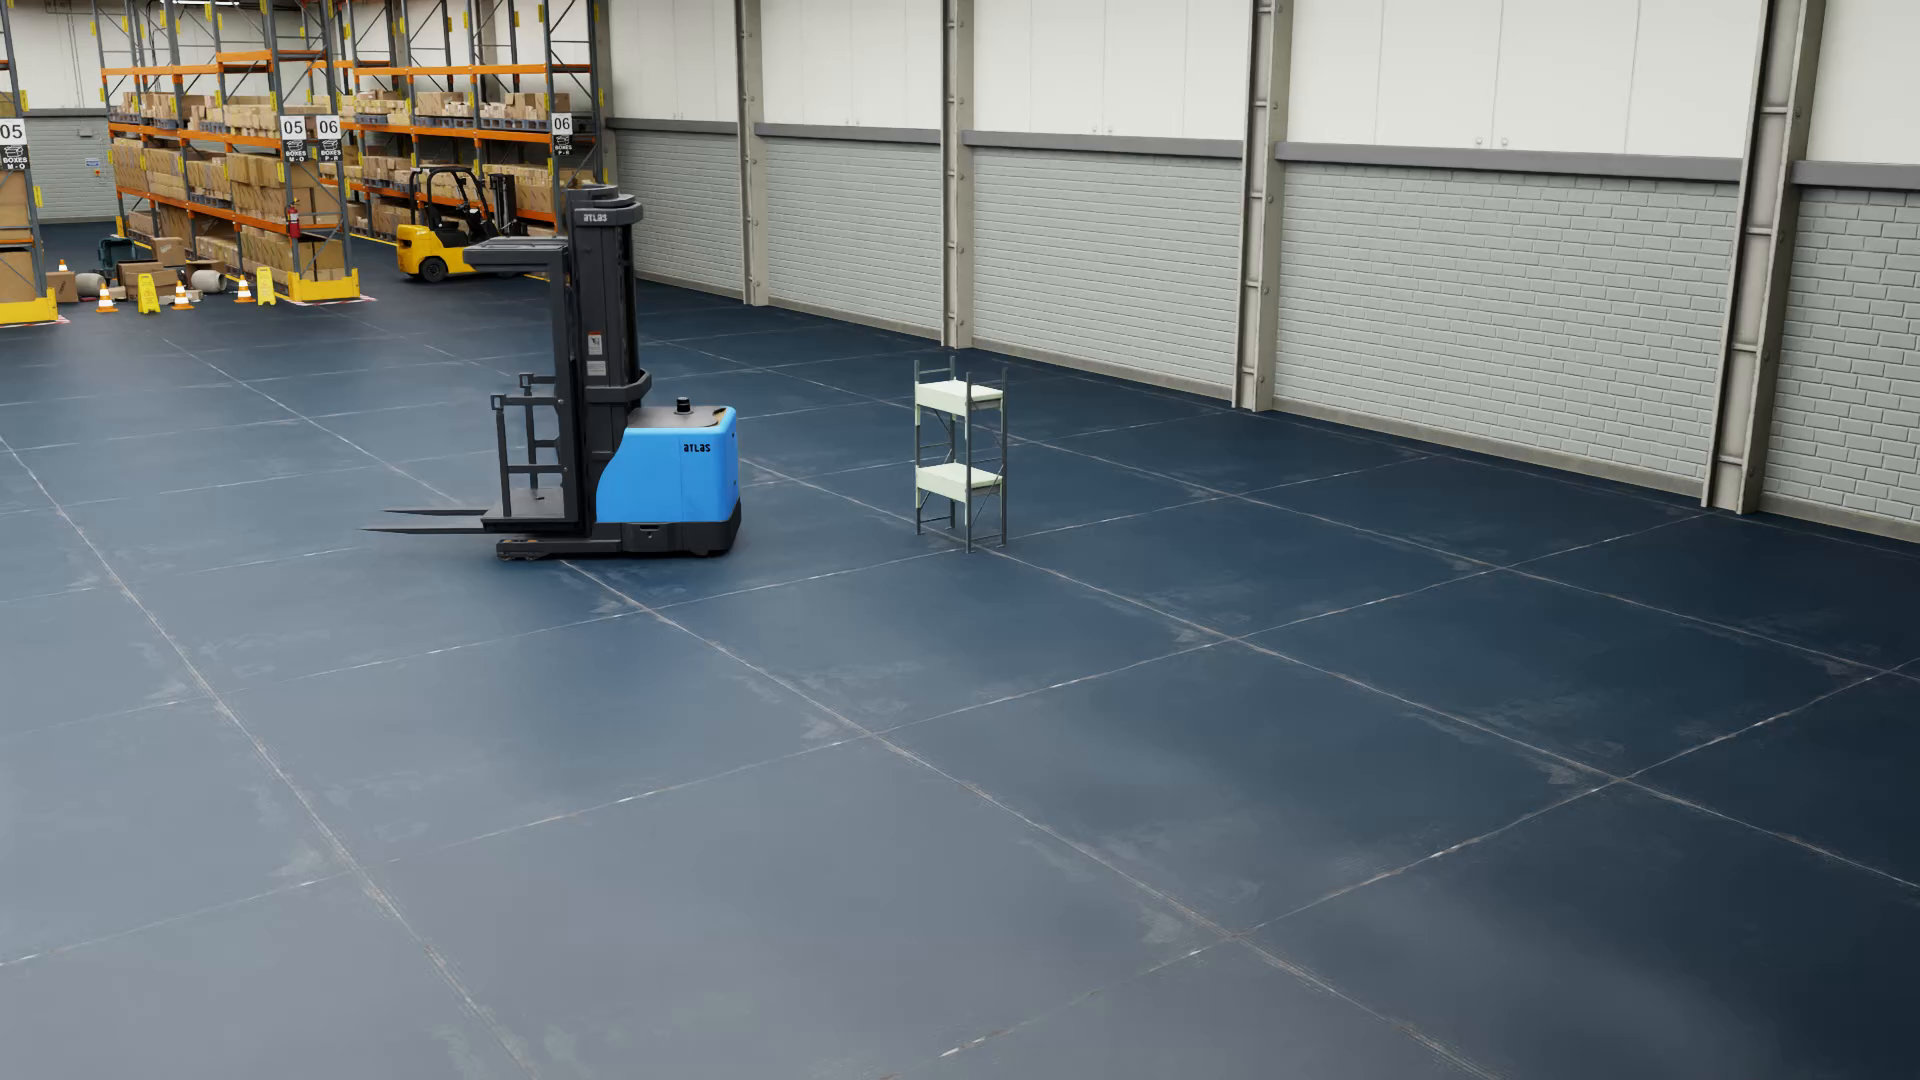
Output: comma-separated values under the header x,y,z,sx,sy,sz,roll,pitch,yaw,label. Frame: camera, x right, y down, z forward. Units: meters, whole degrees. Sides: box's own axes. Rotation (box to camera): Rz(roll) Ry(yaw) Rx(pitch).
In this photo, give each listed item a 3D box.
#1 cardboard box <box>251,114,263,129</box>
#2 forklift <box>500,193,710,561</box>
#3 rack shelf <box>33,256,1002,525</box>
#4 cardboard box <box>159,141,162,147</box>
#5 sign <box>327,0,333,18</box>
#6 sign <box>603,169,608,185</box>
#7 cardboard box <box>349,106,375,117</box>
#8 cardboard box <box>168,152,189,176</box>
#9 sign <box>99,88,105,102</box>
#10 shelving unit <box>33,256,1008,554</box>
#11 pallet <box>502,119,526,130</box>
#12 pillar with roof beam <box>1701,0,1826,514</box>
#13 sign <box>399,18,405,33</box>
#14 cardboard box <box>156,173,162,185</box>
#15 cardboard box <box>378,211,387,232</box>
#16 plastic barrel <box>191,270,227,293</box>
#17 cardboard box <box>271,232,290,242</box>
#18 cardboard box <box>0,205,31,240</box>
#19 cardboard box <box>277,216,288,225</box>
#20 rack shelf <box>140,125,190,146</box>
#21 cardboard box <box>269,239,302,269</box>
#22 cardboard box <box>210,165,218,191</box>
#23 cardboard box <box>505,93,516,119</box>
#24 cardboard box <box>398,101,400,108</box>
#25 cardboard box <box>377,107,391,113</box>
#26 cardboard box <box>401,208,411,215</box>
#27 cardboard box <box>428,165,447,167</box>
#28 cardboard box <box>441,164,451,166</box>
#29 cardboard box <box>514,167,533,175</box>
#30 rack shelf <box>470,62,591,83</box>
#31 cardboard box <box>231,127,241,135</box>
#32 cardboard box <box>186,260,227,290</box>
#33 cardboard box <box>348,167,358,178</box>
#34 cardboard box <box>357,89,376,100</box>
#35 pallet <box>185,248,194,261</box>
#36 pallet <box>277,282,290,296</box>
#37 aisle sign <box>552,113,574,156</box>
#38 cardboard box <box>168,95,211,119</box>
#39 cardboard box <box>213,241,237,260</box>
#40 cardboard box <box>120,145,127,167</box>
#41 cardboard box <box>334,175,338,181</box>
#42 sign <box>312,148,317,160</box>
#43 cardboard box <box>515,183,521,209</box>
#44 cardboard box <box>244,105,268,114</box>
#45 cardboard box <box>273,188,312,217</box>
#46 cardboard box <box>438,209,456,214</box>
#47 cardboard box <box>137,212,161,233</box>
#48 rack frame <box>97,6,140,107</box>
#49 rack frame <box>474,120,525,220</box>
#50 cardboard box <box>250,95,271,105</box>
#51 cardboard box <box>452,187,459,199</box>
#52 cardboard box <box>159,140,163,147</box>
x,y,z,sx,sy,sz,roll,pitch,yaw,label
-12.551,-7.608,30.231,0.500,0.250,0.500,-10,18,-33,cardboard box
-13.705,-8.365,27.572,22.583,9.011,32.329,0,15,-2,forklift
-8.634,-3.436,25.475,6.000,0.609,30.141,-11,19,-35,rack shelf
-18.990,-9.301,39.064,0.380,0.149,0.250,-10,18,-33,cardboard box
-10.989,-9.272,28.987,0.100,0.325,0.005,-11,19,-35,sign
-6.963,-7.117,32.608,0.100,0.325,0.005,-11,19,-35,sign
-14.957,-10.721,41.604,0.500,0.250,0.500,-11,19,-34,cardboard box
-16.956,-8.222,36.352,0.500,0.500,0.500,-10,18,-34,cardboard box
-21.288,-11.044,41.256,0.100,0.325,0.005,-11,19,-35,sign
-8.629,-3.863,25.351,6.000,1.500,30.159,-11,19,-35,shelving unit
-8.532,-8.397,33.558,1.003,0.211,1.213,-11,19,-35,pallet
3.533,-3.966,11.520,9.100,9.000,0.400,-11,19,-35,pillar with roof beam
-12.552,-11.581,37.424,0.100,0.325,0.005,-11,19,-35,sign
-17.849,-8.180,37.618,0.500,0.250,0.500,-11,19,-34,cardboard box
-14.047,-7.886,41.145,0.500,0.500,0.500,-11,19,-35,cardboard box
-13.867,-4.769,30.698,0.512,0.421,0.421,1,15,4,plastic barrel
-12.380,-5.555,30.454,0.380,0.149,0.250,-10,18,-33,cardboard box
-15.627,-5.160,26.963,0.875,0.550,0.550,-11,19,-35,cardboard box
-12.060,-5.768,29.944,0.380,0.149,0.250,-11,19,-35,cardboard box
-17.308,-9.041,37.106,1.077,0.370,4.000,-11,19,-35,rack shelf
-12.420,-5.285,30.696,0.500,0.500,0.500,-10,18,-33,cardboard box
-14.828,-7.334,33.640,0.500,0.500,0.500,-10,18,-33,cardboard box
-8.707,-8.746,33.486,0.797,0.503,0.637,-10,18,-33,cardboard box
-12.942,-10.205,38.963,0.380,0.149,0.250,-11,19,-35,cardboard box
-13.692,-10.266,39.710,0.380,0.149,0.250,-10,18,-33,cardboard box
-13.185,-7.894,39.947,0.380,0.149,0.250,-11,19,-35,cardboard box
-11.840,-8.425,37.757,0.380,0.149,0.250,-10,18,-33,cardboard box
-11.764,-8.608,38.427,0.380,0.149,0.250,-10,18,-33,cardboard box
-8.837,-7.508,33.844,0.380,0.149,0.250,-11,19,-34,cardboard box
-8.591,-9.357,33.339,1.077,0.370,4.000,-11,19,-35,rack shelf
-13.688,-7.816,31.743,0.380,0.149,0.250,-11,19,-34,cardboard box
-14.251,-5.015,31.448,0.500,0.500,0.500,1,15,4,cardboard box
-15.274,-9.386,42.407,0.500,0.250,0.500,-11,19,-34,cardboard box
-14.576,-10.940,40.827,0.396,0.266,0.258,-11,19,-35,cardboard box
-16.534,-6.349,36.873,1.003,0.211,1.213,-11,19,-35,pallet
-11.922,-4.656,30.686,1.003,0.211,1.213,-11,19,-35,pallet
-7.614,-7.771,31.862,0.394,0.787,0.004,-11,19,-35,aisle sign
-16.476,-9.270,35.590,0.797,0.503,0.637,-12,20,-38,cardboard box
-17.309,-7.525,37.762,0.950,1.590,9.130,-10,18,-33,cardboard box
-20.165,-9.388,40.611,0.500,0.500,0.500,-11,19,-35,cardboard box
-16.134,-9.476,43.494,0.380,0.149,0.250,-12,19,-36,cardboard box
-17.262,-10.327,44.484,0.100,0.325,0.005,-11,19,-35,sign
-8.821,-7.016,33.841,0.500,0.500,0.500,-11,19,-34,cardboard box
-13.049,-7.982,30.842,0.380,0.149,0.250,-11,19,-35,cardboard box
-11.970,-6.070,29.820,0.500,0.500,0.500,-11,19,-36,cardboard box
-12.174,-7.754,39.437,0.380,0.149,0.250,-10,18,-32,cardboard box
-19.822,-7.869,41.204,0.875,0.438,0.875,-10,18,-33,cardboard box
-20.833,-12.116,41.298,0.949,2.616,0.053,-11,19,-35,rack frame
-9.767,-7.431,35.544,1.000,3.000,0.127,-11,19,-35,rack frame
-14.101,-8.770,33.295,0.500,0.250,0.500,-11,19,-36,cardboard box
-10.842,-7.643,36.602,0.500,0.250,0.500,-11,19,-34,cardboard box
-18.808,-9.419,39.497,0.380,0.149,0.250,-11,19,-35,cardboard box
